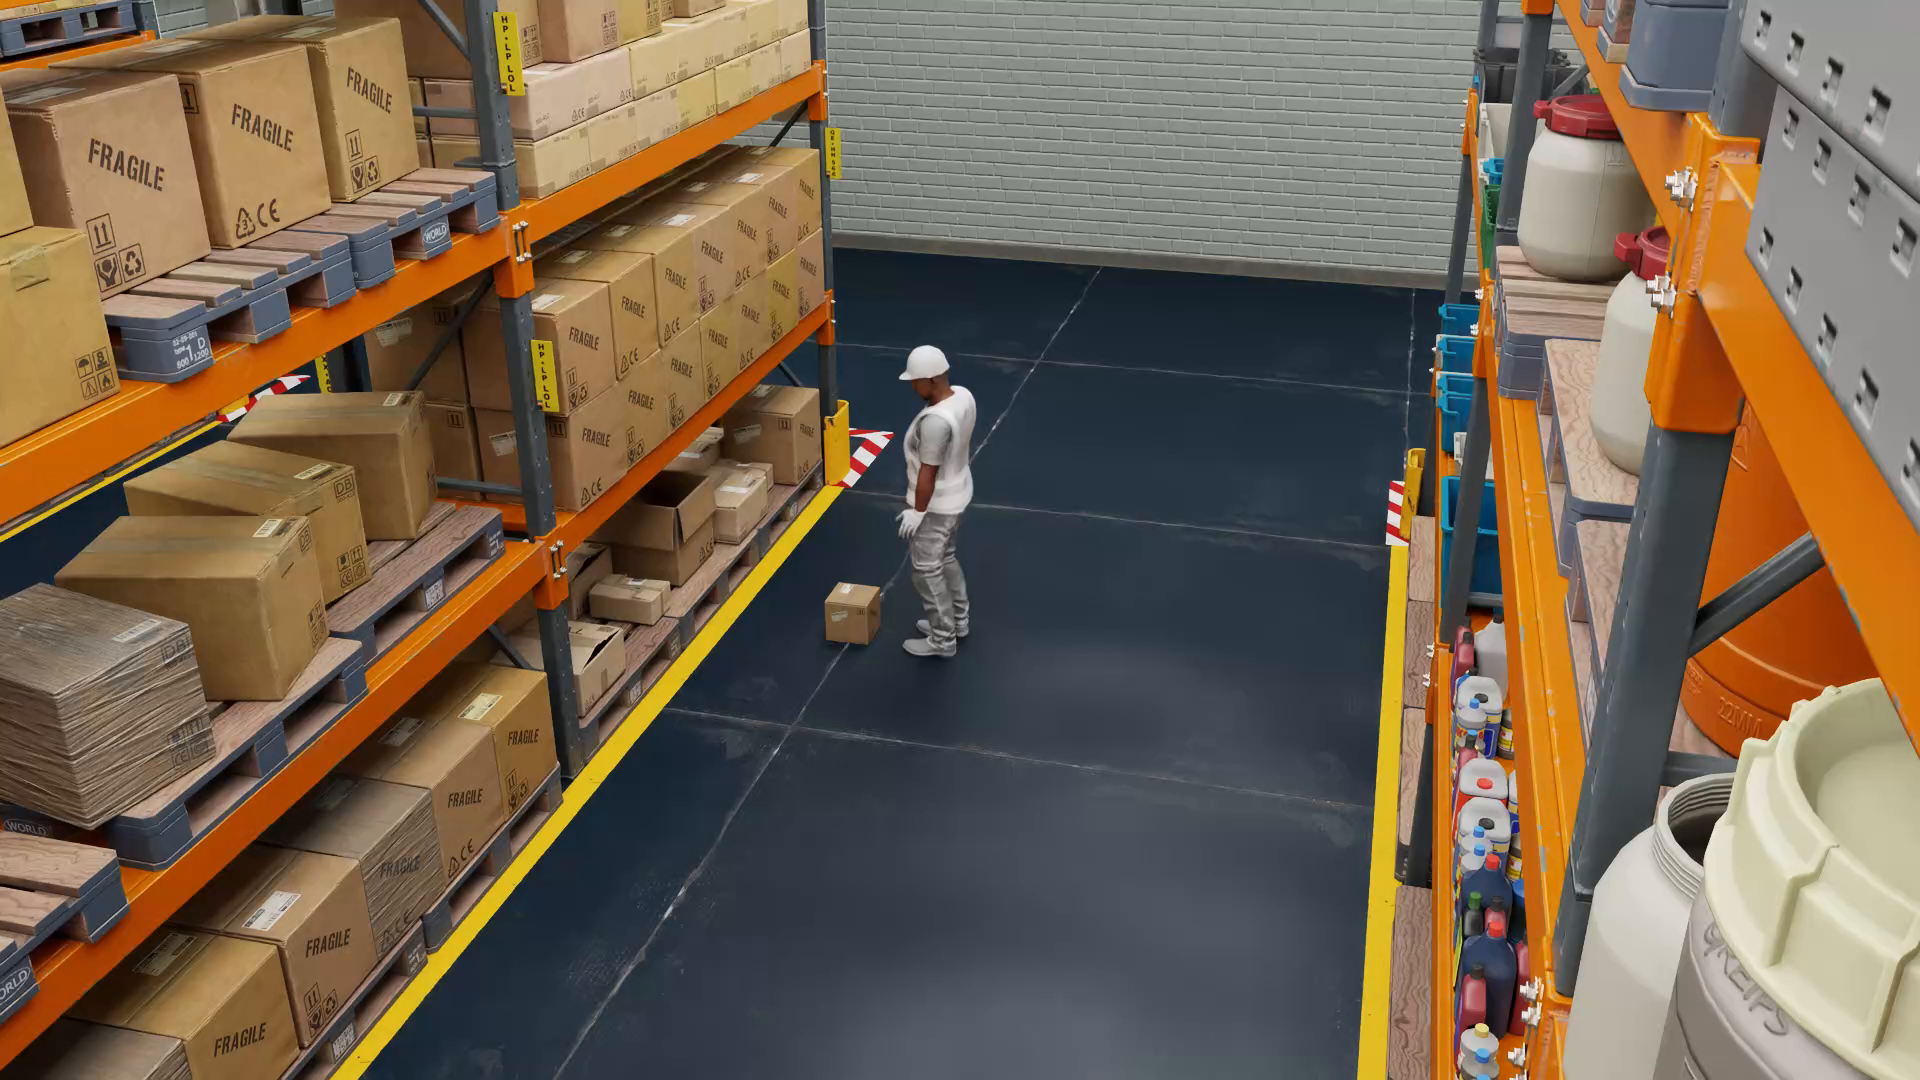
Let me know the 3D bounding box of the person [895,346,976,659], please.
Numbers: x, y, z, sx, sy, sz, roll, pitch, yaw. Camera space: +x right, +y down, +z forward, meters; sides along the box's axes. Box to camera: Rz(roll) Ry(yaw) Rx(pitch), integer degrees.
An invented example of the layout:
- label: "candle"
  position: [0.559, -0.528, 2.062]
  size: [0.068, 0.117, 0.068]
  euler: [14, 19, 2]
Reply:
- label: "person"
  position: [-0.131, -0.205, 9.038]
  size: [0.373, 1.770, 0.553]
  euler: [7, 26, 14]
